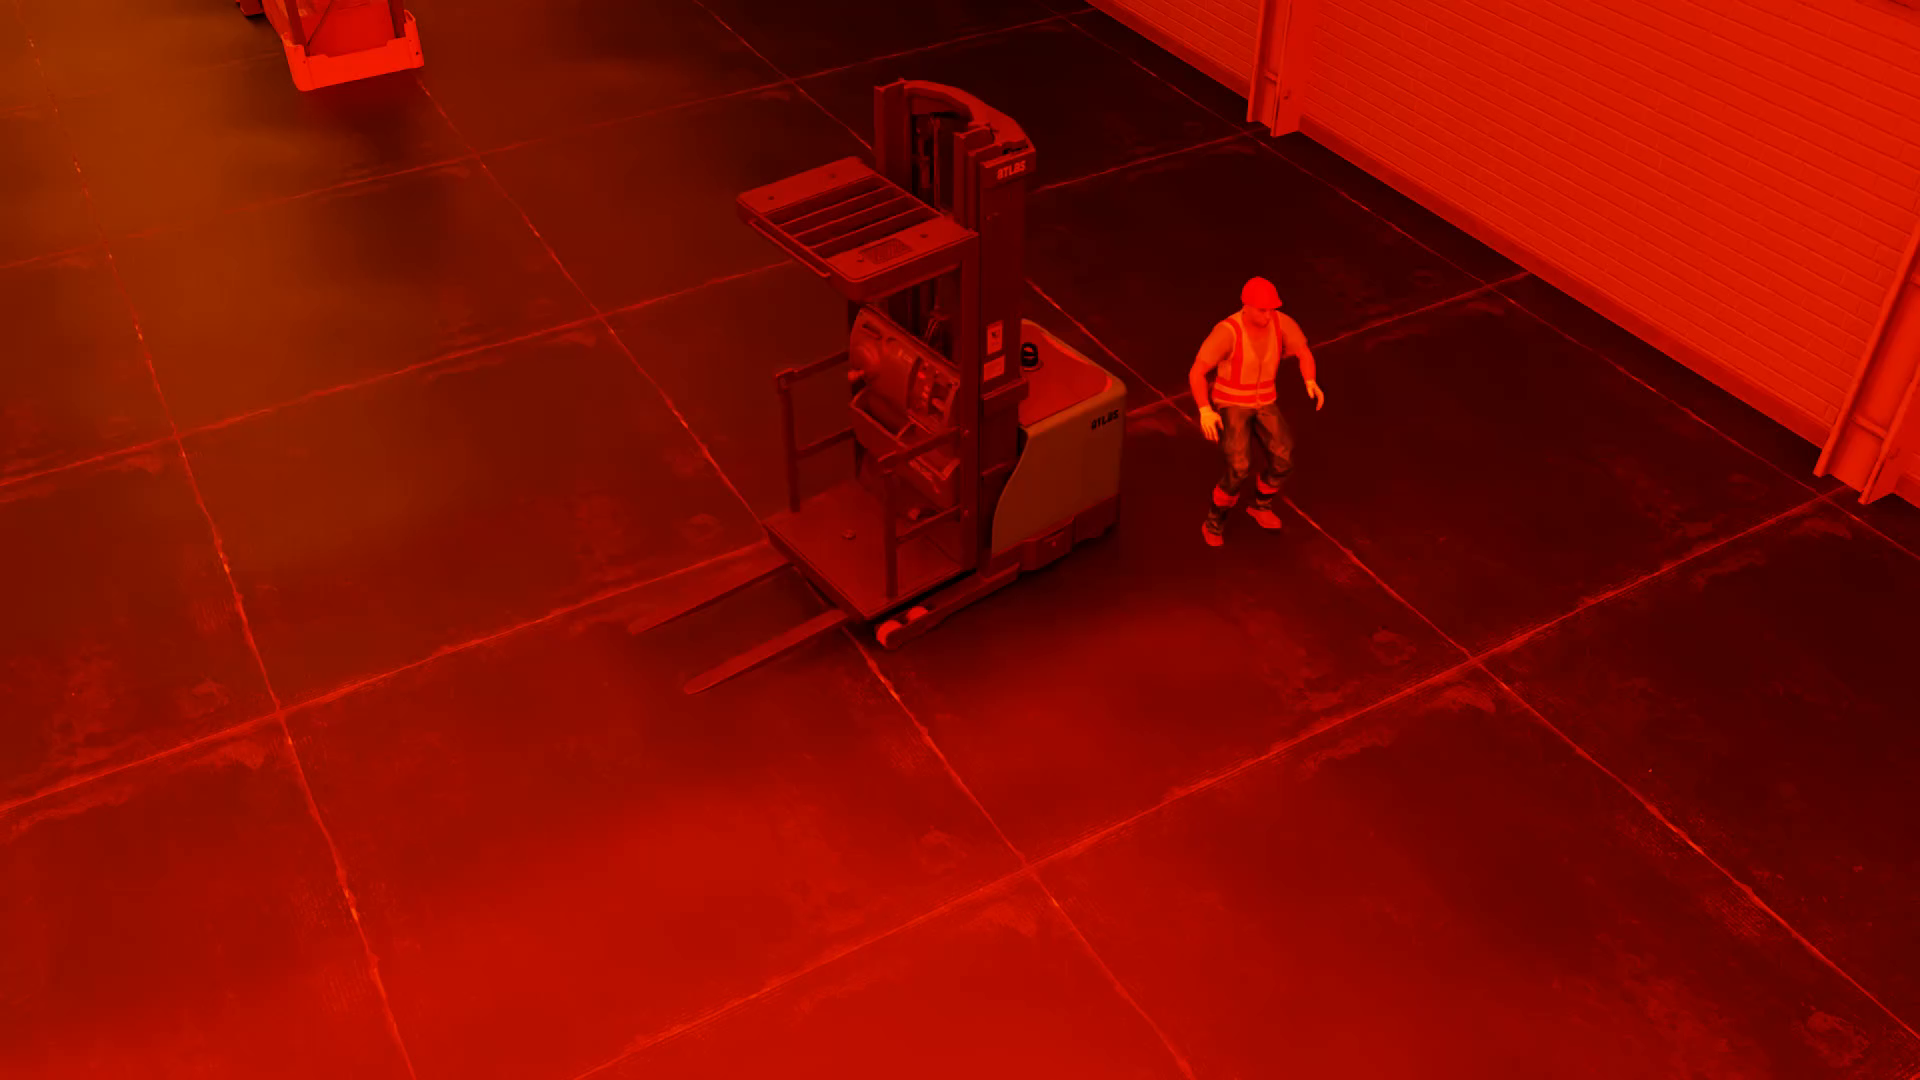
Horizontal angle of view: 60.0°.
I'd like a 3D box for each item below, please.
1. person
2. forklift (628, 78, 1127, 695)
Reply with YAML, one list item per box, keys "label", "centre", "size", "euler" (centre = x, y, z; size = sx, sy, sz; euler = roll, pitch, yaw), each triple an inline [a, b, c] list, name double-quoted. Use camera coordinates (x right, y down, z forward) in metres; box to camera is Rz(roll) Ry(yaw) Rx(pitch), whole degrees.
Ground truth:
- label: "person"
  centre: [1.780, -0.774, 10.086]
  size: [0.825, 1.655, 0.701]
  euler: [-16, 42, -19]
- label: "forklift"
  centre: [-0.478, -0.883, 9.101]
  size: [3.031, 2.935, 1.130]
  euler: [-26, 46, -28]
